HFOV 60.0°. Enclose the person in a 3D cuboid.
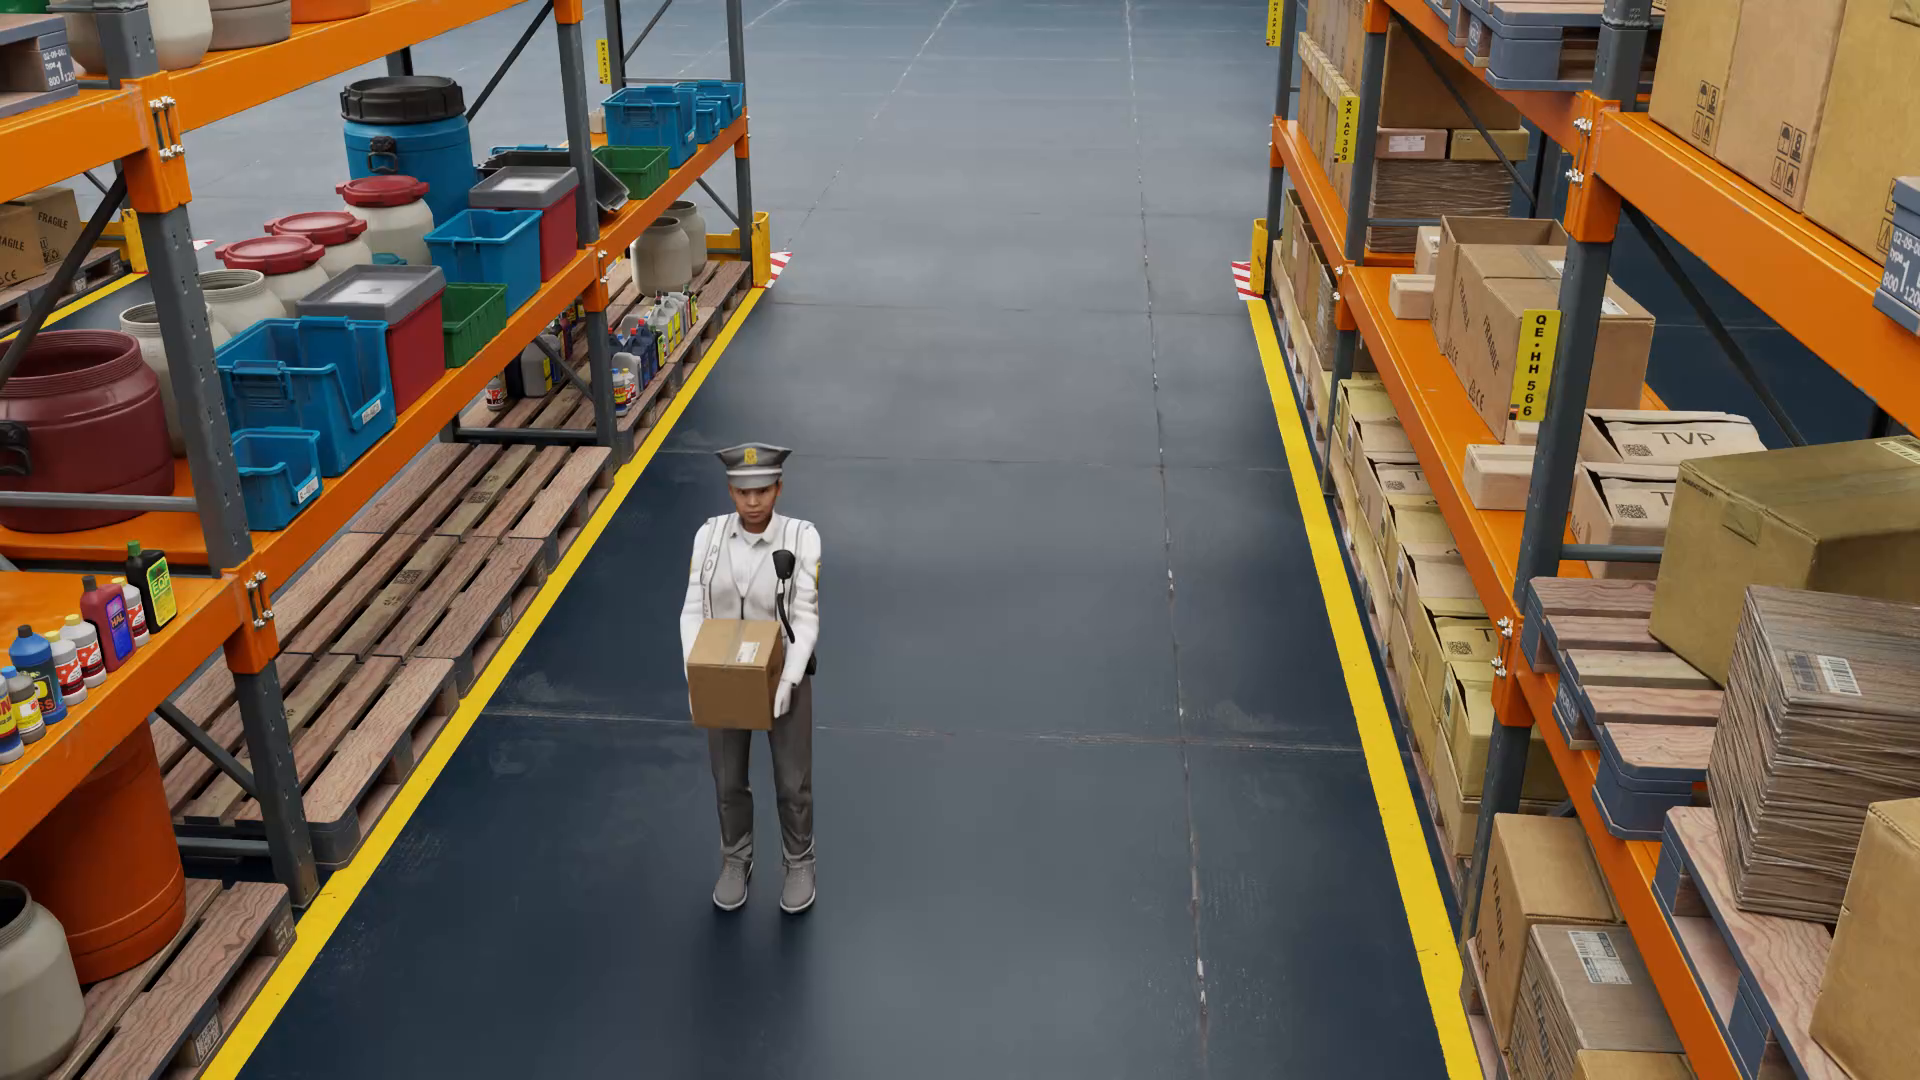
[{"bbox_3d":[-0.688,0.496,5.506,0.459,1.682,0.530,2,25,5],"label":"person"}]
